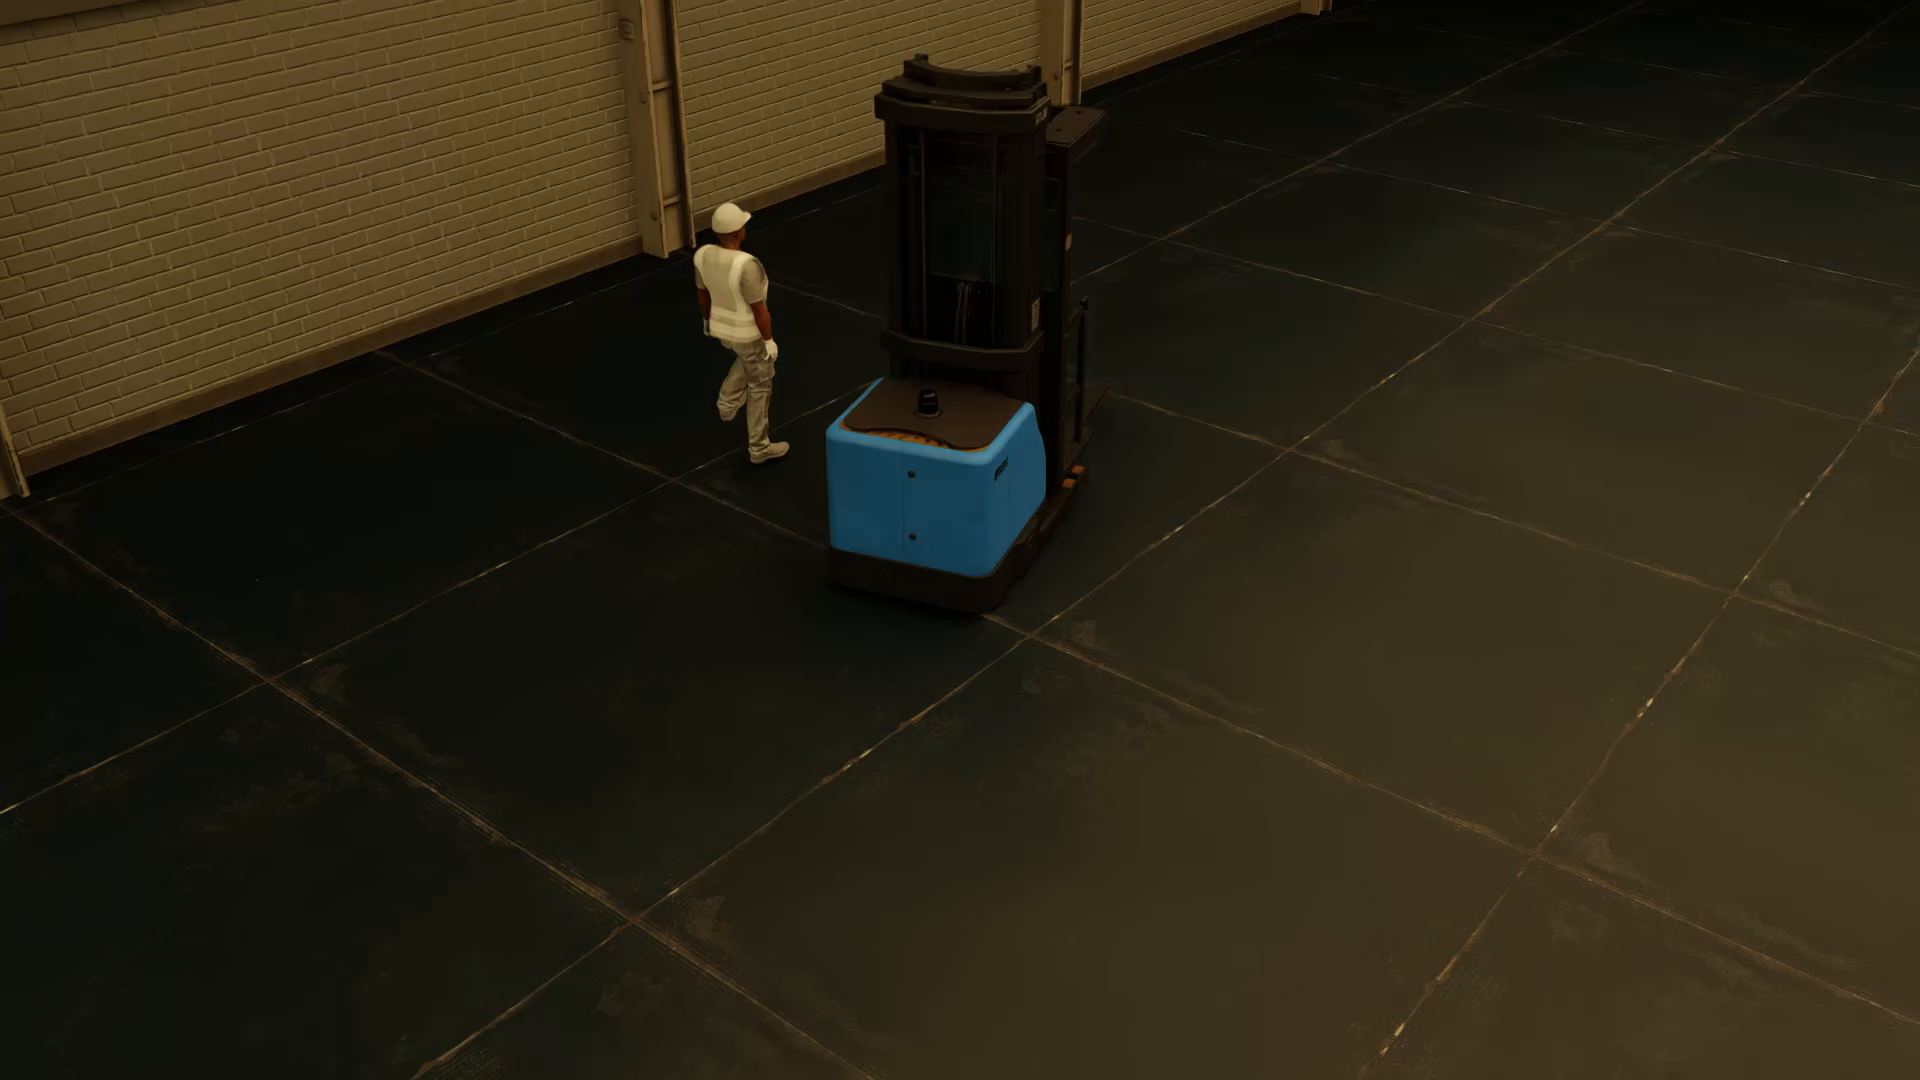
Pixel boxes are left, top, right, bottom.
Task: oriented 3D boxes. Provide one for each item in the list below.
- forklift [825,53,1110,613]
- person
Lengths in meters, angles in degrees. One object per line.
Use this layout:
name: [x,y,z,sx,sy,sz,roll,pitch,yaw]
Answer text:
forklift: [0.219,-1.571,10.283,1.130,2.935,3.031,11,32,18]
person: [-1.411,-1.413,11.077,0.638,1.783,0.531,20,36,30]
